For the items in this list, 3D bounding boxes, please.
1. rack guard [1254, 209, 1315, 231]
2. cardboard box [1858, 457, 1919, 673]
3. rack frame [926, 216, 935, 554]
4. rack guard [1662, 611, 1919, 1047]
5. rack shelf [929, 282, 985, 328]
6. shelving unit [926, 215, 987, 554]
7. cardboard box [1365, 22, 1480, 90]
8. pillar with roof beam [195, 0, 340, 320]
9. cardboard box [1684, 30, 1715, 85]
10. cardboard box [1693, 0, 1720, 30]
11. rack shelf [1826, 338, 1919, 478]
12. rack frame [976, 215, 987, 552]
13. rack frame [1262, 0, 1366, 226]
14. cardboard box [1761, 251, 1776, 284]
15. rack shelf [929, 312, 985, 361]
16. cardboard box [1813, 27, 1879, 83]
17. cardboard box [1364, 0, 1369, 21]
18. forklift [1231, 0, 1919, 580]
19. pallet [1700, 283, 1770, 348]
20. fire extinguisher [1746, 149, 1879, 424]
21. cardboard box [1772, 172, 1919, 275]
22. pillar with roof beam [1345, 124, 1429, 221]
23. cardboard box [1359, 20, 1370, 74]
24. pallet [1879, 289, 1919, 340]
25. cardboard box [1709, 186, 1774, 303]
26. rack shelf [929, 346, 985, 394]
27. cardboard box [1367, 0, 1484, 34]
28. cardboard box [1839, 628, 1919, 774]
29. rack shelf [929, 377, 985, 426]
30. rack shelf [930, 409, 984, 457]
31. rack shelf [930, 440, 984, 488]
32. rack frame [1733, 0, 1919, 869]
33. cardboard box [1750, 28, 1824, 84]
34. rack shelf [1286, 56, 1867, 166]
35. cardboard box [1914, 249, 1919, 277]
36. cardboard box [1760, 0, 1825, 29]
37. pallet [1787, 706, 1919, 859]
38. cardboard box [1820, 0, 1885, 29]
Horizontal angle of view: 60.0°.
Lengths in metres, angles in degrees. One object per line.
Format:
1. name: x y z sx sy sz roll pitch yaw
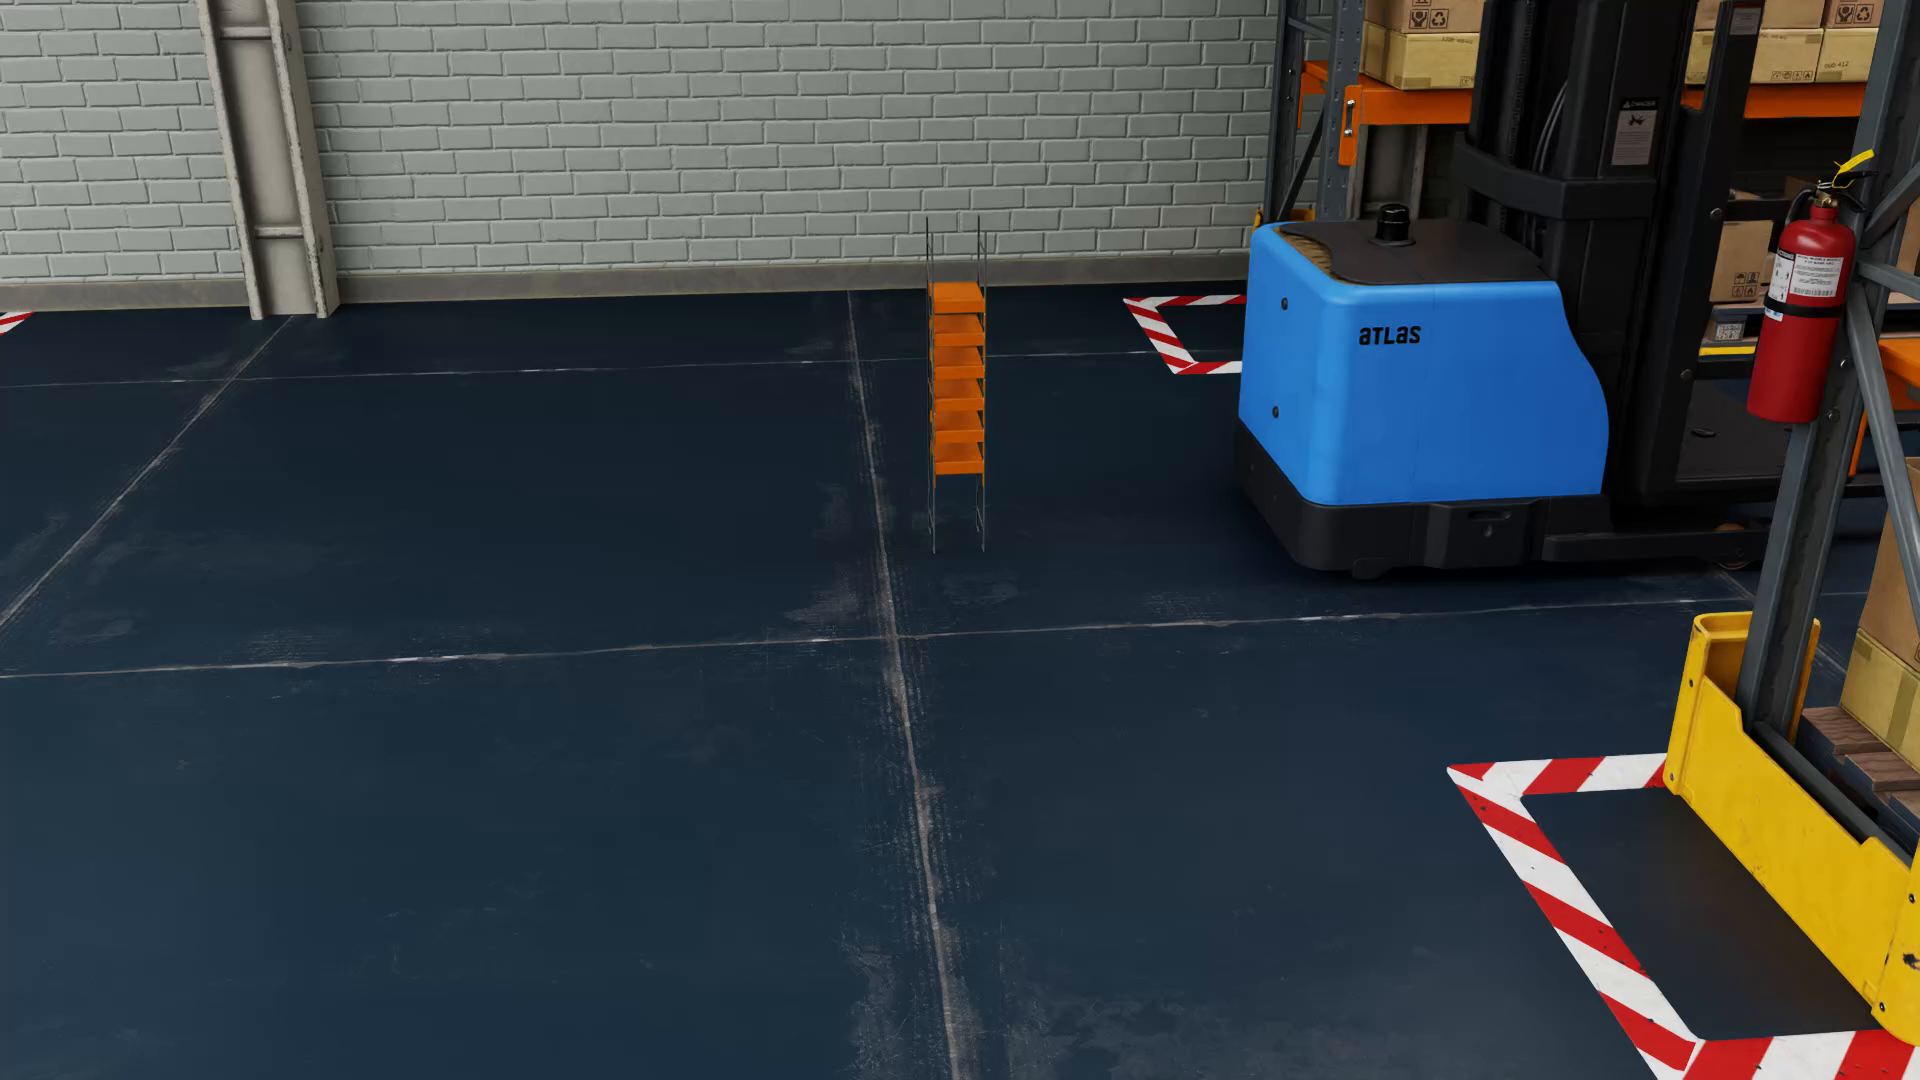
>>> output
1. rack guard: 1.824 -1.343 8.656 0.348 0.500 1.175 -2 24 -5
2. cardboard box: 2.743 0.100 4.277 0.500 0.500 0.500 -2 24 -5
3. rack frame: -0.105 -0.544 5.997 0.006 1.200 0.240 -2 24 -5
4. rack guard: 2.215 0.663 4.143 0.348 0.500 1.175 -2 24 -5
5. rack shelf: -0.014 -0.836 5.877 0.180 0.103 0.258 -2 24 -5
6. shelving unit: -0.014 -0.548 6.005 0.189 1.200 0.258 -2 24 -5
7. cardboard box: 2.265 -2.314 7.923 0.500 0.250 0.500 -3 24 -7
8. pillar with roof beam: -3.188 -3.622 3.319 0.400 9.000 9.100 -2 24 -5
9. cardboard box: 3.288 -2.359 8.023 0.500 0.250 0.500 -3 24 -6
10. cardboard box: 3.260 -2.697 7.861 0.500 0.500 0.500 -3 24 -7
11. rack shelf: 4.229 -0.231 3.963 4.000 0.370 1.077 -2 24 -5
12. rack frame: 0.077 -0.551 6.013 0.006 1.200 0.240 -2 24 -5
13. rack frame: 1.748 -2.482 8.142 0.127 3.000 1.000 -2 24 -5
14. cardboard box: 4.135 -1.485 8.865 0.250 0.149 0.380 -4 24 -9
15. rack shelf: -0.014 -0.726 5.926 0.180 0.103 0.258 -2 24 -5
16. cardboard box: 4.292 -2.398 8.113 0.500 0.250 0.500 -2 24 -5
17. cardboard box: 2.196 -2.870 8.251 0.500 0.500 0.500 -3 24 -6
18. forklift: 2.643 -1.443 5.888 3.031 2.935 1.130 -3 24 -6
19. pallet: 3.847 -1.277 8.862 1.213 0.211 1.003 -2 24 -5
20. fire extinguisher: 2.075 -0.628 4.065 0.183 0.674 0.296 -2 24 -5
21. cardboard box: 4.700 -1.643 8.790 0.500 0.500 0.500 -4 24 -9
22. pillar with roof beam: 2.783 -3.861 3.858 0.400 9.000 9.100 -2 24 -5
23. cardboard box: 2.194 -2.520 8.386 0.500 0.250 0.500 -2 24 -4
24. pallet: 5.064 -1.327 8.975 1.213 0.211 1.003 -2 24 -5
25. cardboard box: 3.748 -1.564 8.612 0.500 0.500 0.700 -4 24 -8
26. rack shelf: -0.014 -0.617 5.974 0.180 0.103 0.258 -2 24 -5
27. cardboard box: 2.253 -2.663 7.785 0.500 0.500 0.500 -2 24 -5
28. cardboard box: 2.743 0.444 4.427 0.500 0.250 0.500 -2 24 -5
29. rack shelf: -0.014 -0.507 6.023 0.180 0.103 0.258 -2 24 -5
30. rack shelf: -0.014 -0.397 6.072 0.180 0.103 0.258 -2 24 -5
31. rack shelf: -0.014 -0.288 6.121 0.180 0.103 0.258 -2 24 -5
32. rack frame: 2.239 -0.480 3.637 0.127 3.000 1.000 -2 24 -5
33. cardboard box: 3.791 -2.378 8.067 0.500 0.250 0.500 -2 24 -5
34. rack shelf: 3.738 -2.233 8.467 4.000 0.370 1.077 -2 24 -5
35. cardboard box: 5.199 -1.515 8.912 0.250 0.166 0.380 -5 25 -12
36. cardboard box: 3.773 -2.722 7.919 0.500 0.500 0.500 -2 24 -3
37. pallet: 2.996 0.747 4.310 1.213 0.211 1.003 -2 24 -5
38. cardboard box: 4.290 -2.743 7.966 0.500 0.500 0.500 -3 24 -7
